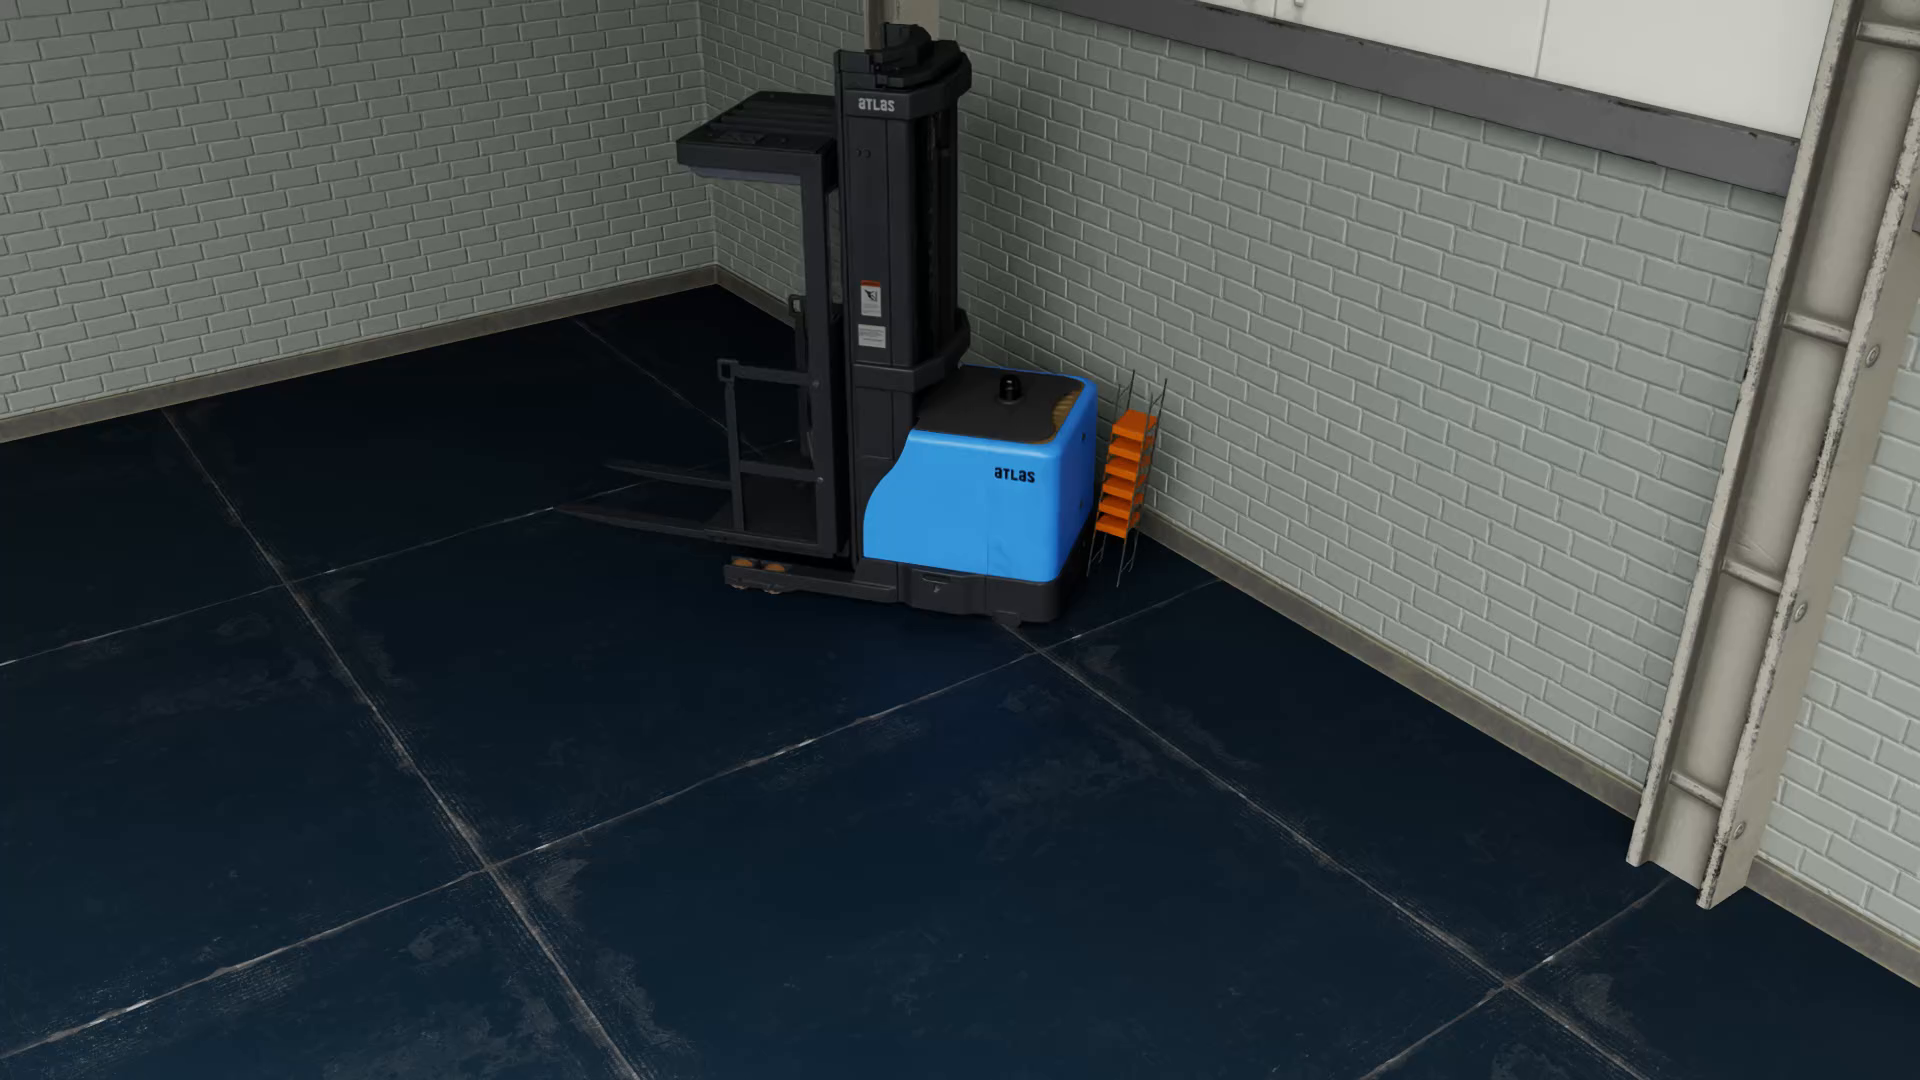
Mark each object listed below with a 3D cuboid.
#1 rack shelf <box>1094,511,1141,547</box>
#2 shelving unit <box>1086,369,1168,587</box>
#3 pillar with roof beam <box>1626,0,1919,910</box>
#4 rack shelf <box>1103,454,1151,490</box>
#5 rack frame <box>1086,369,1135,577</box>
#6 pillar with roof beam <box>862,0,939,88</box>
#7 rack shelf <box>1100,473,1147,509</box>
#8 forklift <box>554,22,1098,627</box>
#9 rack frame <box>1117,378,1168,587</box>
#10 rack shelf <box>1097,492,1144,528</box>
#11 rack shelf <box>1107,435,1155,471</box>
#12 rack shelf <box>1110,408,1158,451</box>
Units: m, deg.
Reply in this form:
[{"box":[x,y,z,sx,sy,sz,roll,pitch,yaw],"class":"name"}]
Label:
[{"box":[0.877,-0.086,9.227,0.180,0.103,0.258,19,33,19],"class":"rack shelf"},{"box":[0.906,-0.327,9.080,0.189,1.200,0.258,19,33,19],"class":"shelving unit"},{"box":[-0.389,-1.342,2.793,9.100,9.000,0.400,-19,34,-31],"class":"pillar with roof beam"},{"box":[0.914,-0.392,9.041,0.180,0.103,0.258,19,33,19],"class":"rack shelf"},{"box":[0.824,-0.355,9.109,0.006,1.200,0.240,19,33,19],"class":"rack frame"},{"box":[-3.869,-3.675,7.088,9.100,9.000,0.400,-19,34,-31],"class":"pillar with roof beam"},{"box":[0.901,-0.290,9.103,0.180,0.103,0.258,19,33,19],"class":"rack shelf"},{"box":[-0.805,-1.219,8.924,3.031,2.935,1.130,8,30,15],"class":"forklift"},{"box":[0.988,-0.300,9.051,0.006,1.200,0.240,19,33,19],"class":"rack frame"},{"box":[0.889,-0.188,9.165,0.180,0.103,0.258,19,33,19],"class":"rack shelf"},{"box":[0.926,-0.494,8.979,0.180,0.103,0.258,19,33,19],"class":"rack shelf"},{"box":[0.938,-0.596,8.917,0.180,0.103,0.258,19,33,19],"class":"rack shelf"}]
